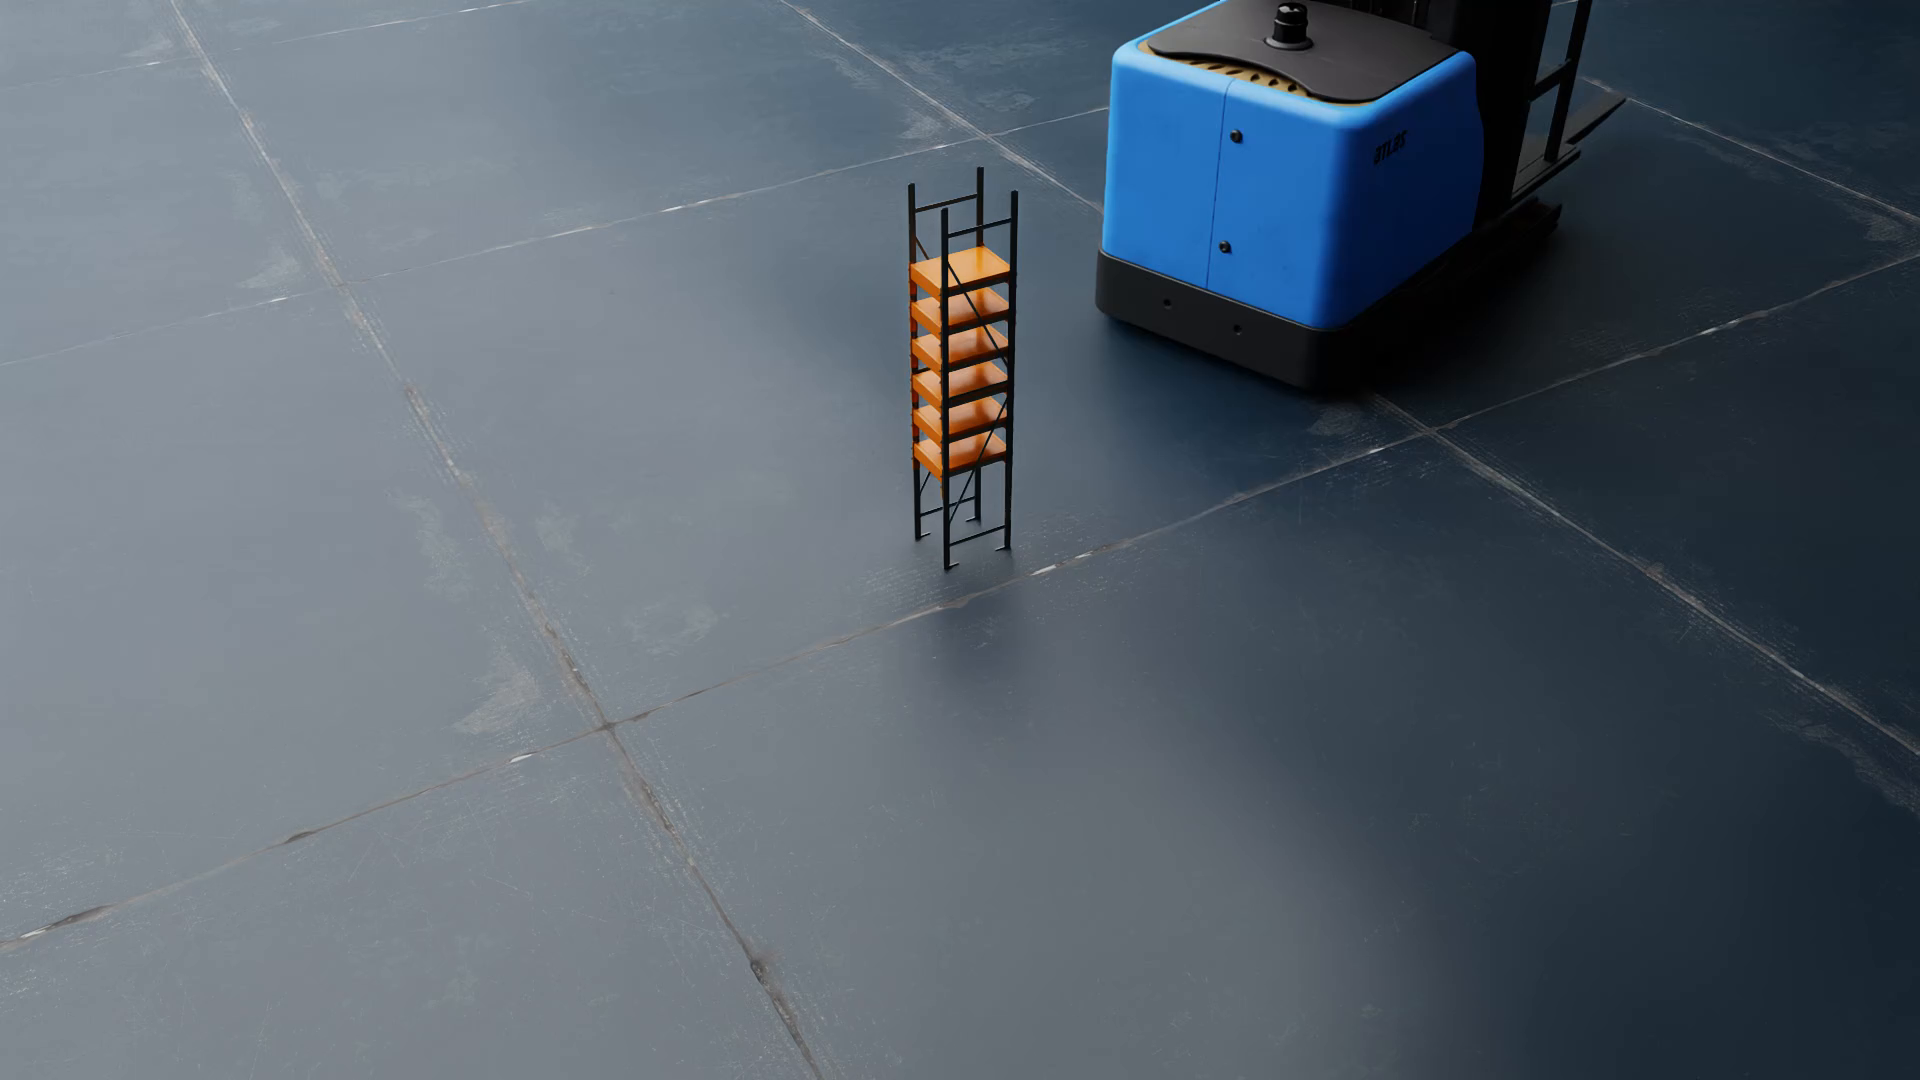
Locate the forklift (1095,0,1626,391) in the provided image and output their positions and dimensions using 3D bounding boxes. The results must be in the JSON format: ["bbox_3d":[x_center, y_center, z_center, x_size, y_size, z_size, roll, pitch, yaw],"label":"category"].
[{"bbox_3d":[1.850,-2.505,6.195,1.130,2.935,3.031,26,44,31],"label":"forklift"}]

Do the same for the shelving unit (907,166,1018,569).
[{"bbox_3d":[0.007,-0.477,4.886,0.258,1.200,0.189,-19,40,-24],"label":"shelving unit"}]

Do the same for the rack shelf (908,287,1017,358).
[{"bbox_3d":[0.007,-0.635,4.771,0.258,0.103,0.180,-19,40,-24],"label":"rack shelf"}]

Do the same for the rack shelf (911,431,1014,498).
[{"bbox_3d":[0.007,-0.247,5.054,0.258,0.103,0.180,-19,40,-24],"label":"rack shelf"}]

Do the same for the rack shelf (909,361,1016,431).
[{"bbox_3d":[0.007,-0.441,4.912,0.258,0.103,0.180,-19,40,-24],"label":"rack shelf"}]

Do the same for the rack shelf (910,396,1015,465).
[{"bbox_3d":[0.007,-0.344,4.983,0.258,0.103,0.180,-19,40,-24],"label":"rack shelf"}]

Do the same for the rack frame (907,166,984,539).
[{"bbox_3d":[-0.039,-0.524,4.950,0.240,1.200,0.006,-19,40,-24],"label":"rack frame"}]

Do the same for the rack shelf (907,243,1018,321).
[{"bbox_3d":[0.007,-0.732,4.700,0.258,0.103,0.180,-19,40,-24],"label":"rack shelf"}]

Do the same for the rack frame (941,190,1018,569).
[{"bbox_3d":[0.053,-0.430,4.822,0.240,1.200,0.006,-19,40,-24],"label":"rack frame"}]

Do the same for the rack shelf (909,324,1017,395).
[{"bbox_3d":[0.007,-0.538,4.841,0.258,0.103,0.180,-19,40,-24],"label":"rack shelf"}]
